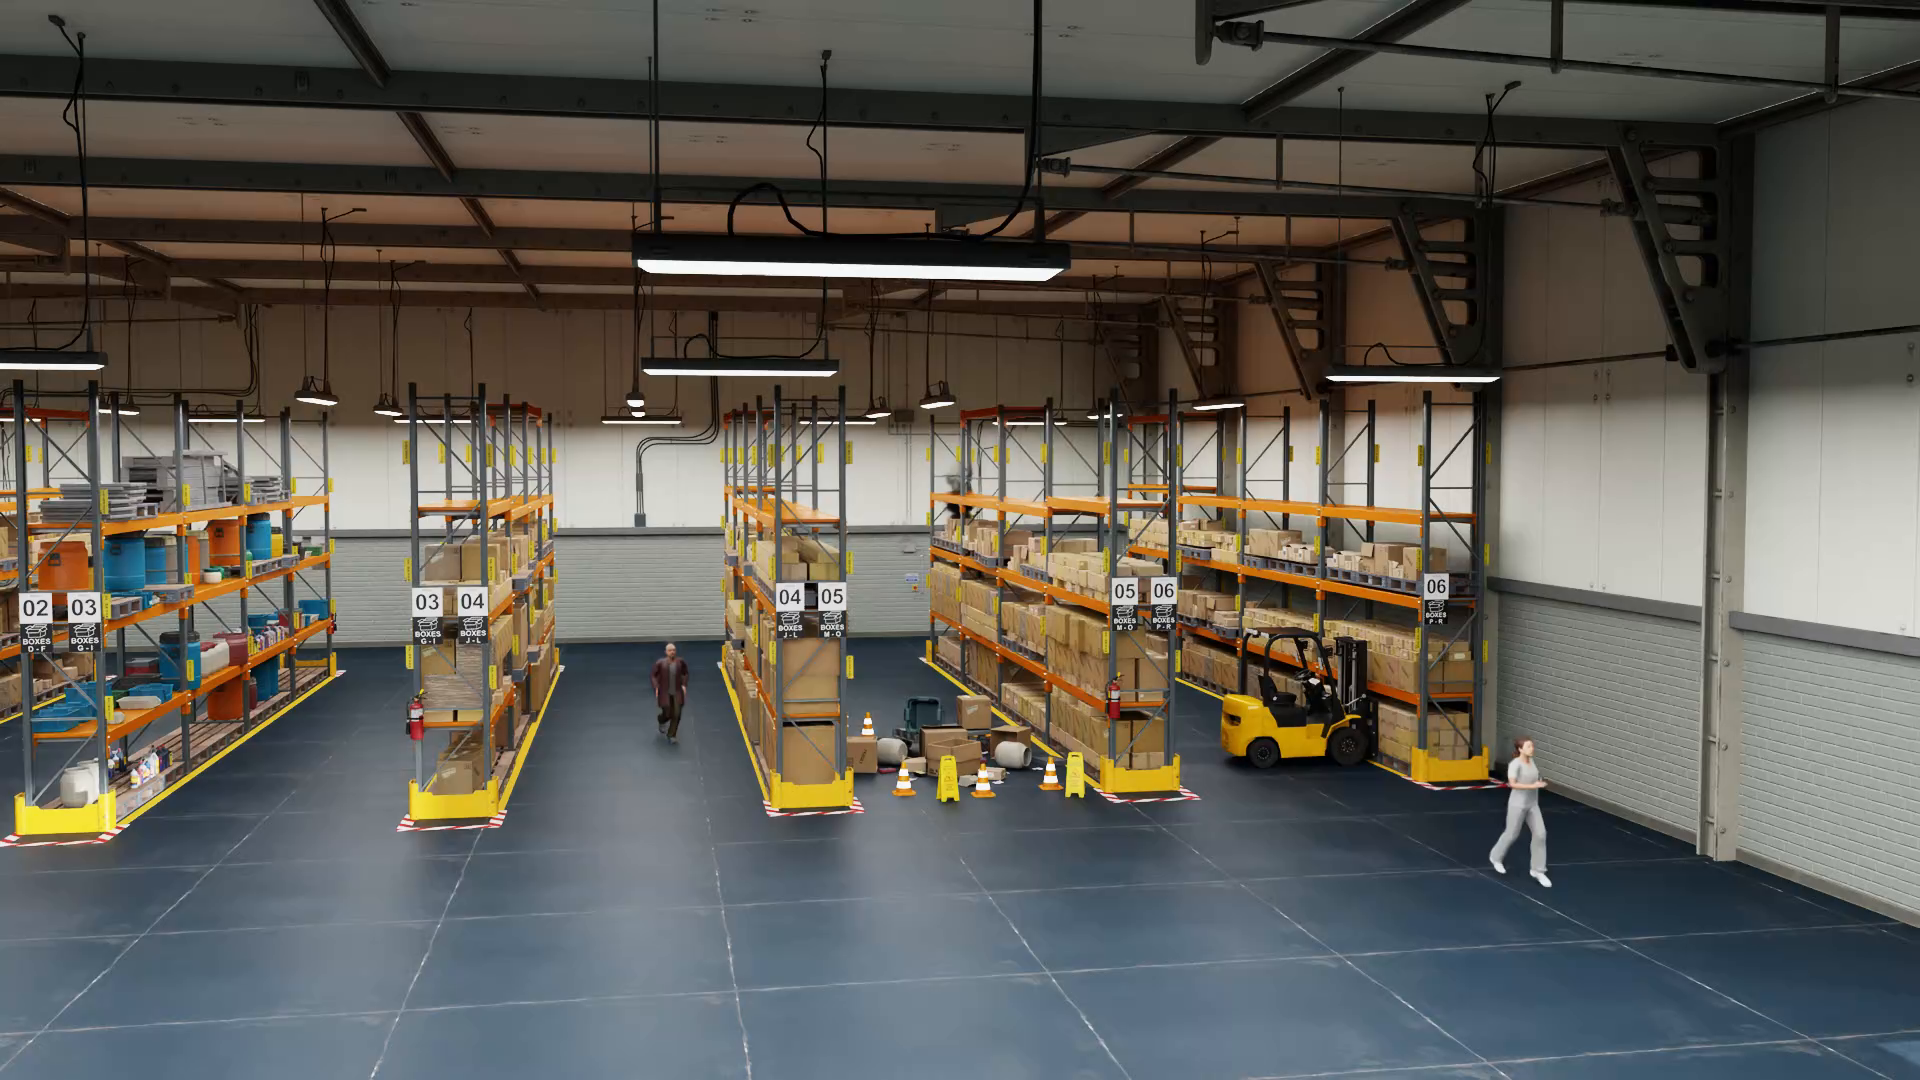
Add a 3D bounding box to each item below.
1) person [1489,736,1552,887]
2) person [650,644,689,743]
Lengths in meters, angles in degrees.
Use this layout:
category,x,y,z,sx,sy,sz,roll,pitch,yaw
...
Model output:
category,x,y,z,sx,sy,sz,roll,pitch,yaw
person,6.599,3.159,19.591,0.566,1.721,0.831,-2,3,-29
person,-5.068,2.670,29.083,0.695,1.727,0.603,-1,3,-23
